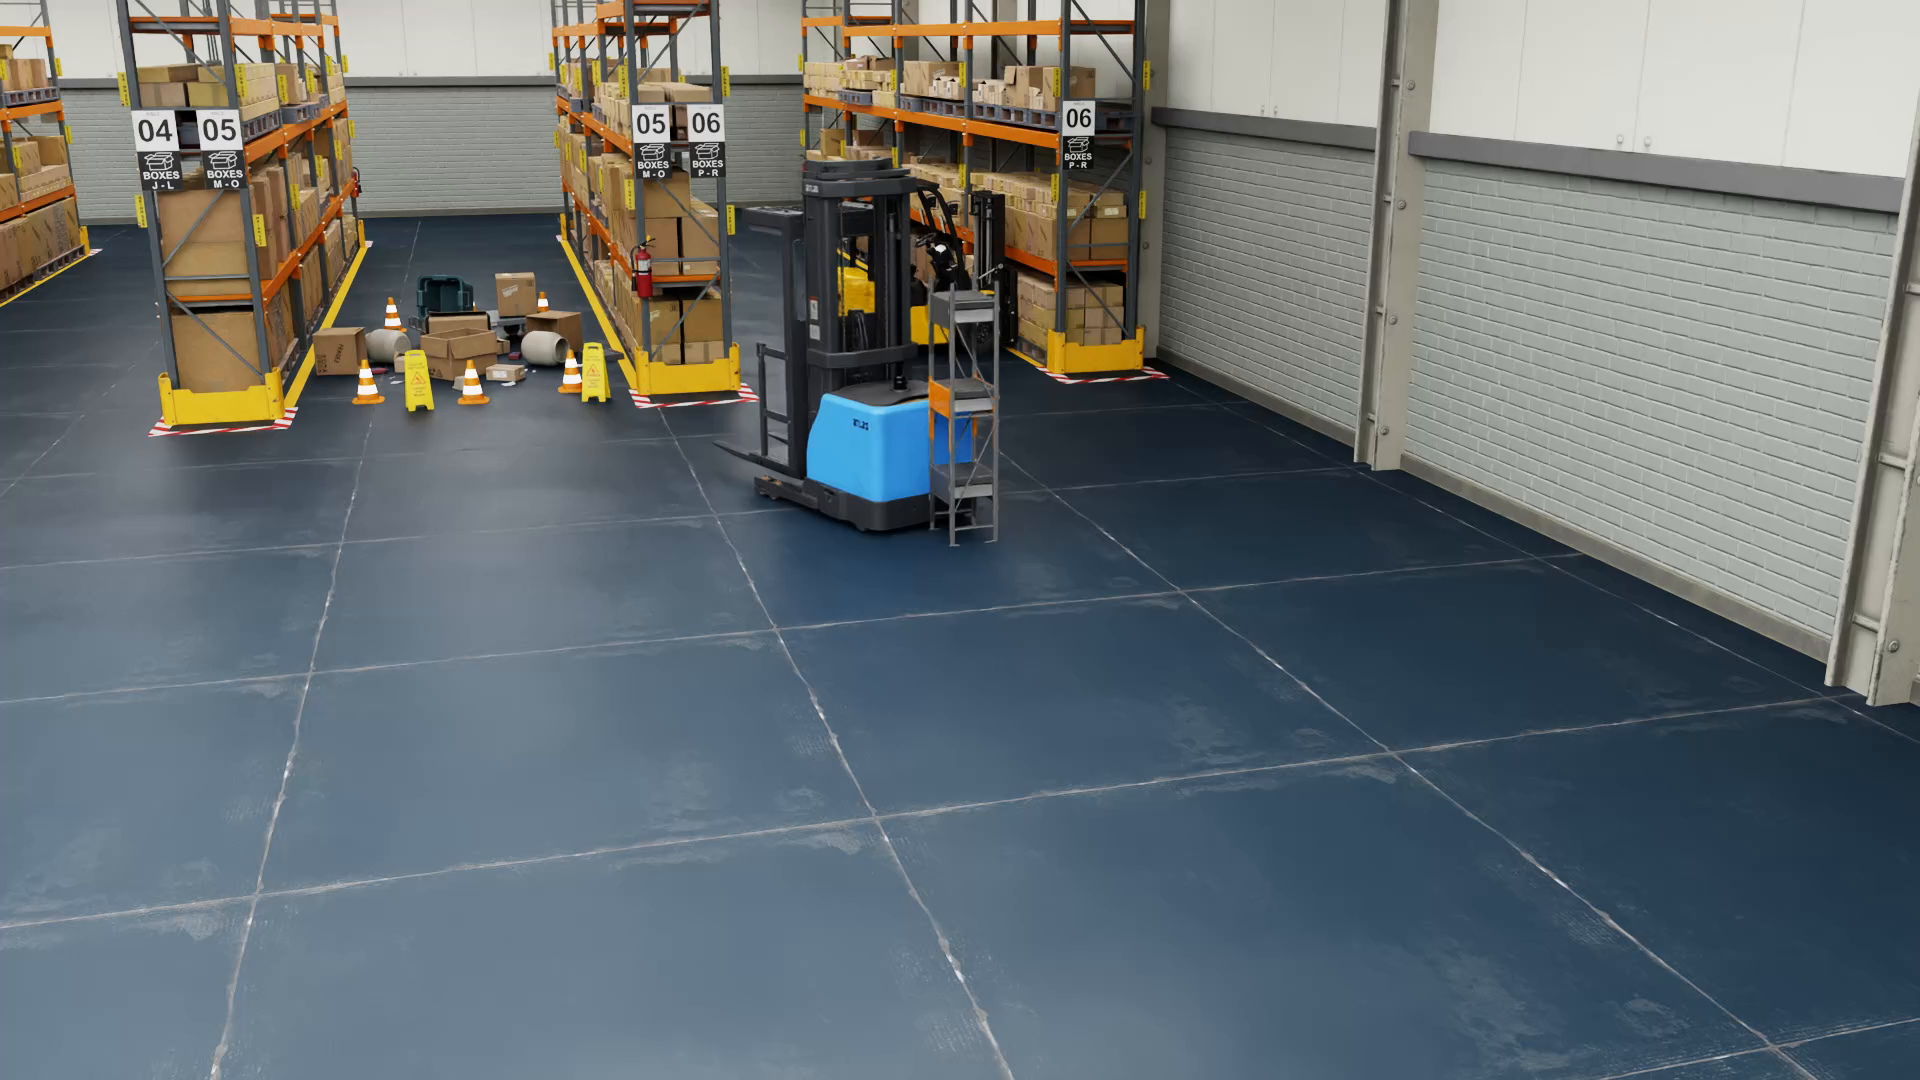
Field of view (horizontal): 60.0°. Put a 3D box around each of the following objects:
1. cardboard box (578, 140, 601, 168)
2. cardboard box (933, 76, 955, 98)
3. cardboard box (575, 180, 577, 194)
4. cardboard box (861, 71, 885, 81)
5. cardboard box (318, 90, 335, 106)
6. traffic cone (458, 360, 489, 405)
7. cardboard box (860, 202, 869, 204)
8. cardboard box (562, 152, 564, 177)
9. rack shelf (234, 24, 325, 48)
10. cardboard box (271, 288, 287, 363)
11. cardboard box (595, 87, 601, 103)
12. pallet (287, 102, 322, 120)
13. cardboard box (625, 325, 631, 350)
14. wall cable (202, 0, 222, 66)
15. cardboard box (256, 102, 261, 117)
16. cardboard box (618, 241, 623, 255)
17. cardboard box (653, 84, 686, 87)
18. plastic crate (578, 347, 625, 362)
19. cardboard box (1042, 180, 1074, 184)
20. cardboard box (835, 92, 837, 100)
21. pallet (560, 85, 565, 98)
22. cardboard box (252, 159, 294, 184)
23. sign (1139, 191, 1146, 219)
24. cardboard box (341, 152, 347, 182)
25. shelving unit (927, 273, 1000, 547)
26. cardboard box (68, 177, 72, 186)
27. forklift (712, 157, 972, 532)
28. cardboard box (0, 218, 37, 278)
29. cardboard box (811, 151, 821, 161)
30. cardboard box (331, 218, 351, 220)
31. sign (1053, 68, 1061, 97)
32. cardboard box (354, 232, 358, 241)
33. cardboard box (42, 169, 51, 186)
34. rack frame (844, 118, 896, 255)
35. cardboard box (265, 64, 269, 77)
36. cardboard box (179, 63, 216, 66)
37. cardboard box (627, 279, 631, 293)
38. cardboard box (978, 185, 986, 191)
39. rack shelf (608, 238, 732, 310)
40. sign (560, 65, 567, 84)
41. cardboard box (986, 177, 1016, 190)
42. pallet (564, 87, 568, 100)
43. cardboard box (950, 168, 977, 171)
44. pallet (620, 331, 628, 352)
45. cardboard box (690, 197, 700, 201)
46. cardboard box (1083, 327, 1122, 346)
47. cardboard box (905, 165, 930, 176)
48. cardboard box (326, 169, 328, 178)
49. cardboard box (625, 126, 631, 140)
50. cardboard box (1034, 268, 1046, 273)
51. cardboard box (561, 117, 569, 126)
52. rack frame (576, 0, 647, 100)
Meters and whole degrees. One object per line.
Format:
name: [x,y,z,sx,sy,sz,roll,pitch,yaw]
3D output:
cardboard box: [-5.986,-6.296,27.287,0.500,0.500,0.500,-5,17,-15]
cardboard box: [-0.087,-6.691,24.551,0.500,0.311,0.500,-5,18,-17]
cardboard box: [-6.402,-6.117,28.863,0.500,0.250,0.500,-5,17,-17]
cardboard box: [-1.501,-8.037,28.796,0.380,0.149,0.250,-5,17,-15]
cardboard box: [-11.018,-7.569,28.482,0.500,0.250,0.500,-4,17,-12]
traffic cone: [-5.447,-1.775,18.558,0.336,0.463,0.334,-5,17,-15]
cardboard box: [-1.681,-6.137,30.638,0.380,0.149,0.250,-6,18,-18]
cardboard box: [-7.490,-7.336,32.485,0.500,0.500,0.500,-5,17,-16]
rack shelf: [-10.595,-7.839,25.852,1.077,0.370,4.000,-5,17,-15]
cardboard box: [-8.589,-2.597,19.848,0.875,0.875,0.875,-5,17,-15]
cardboard box: [-5.063,-6.590,24.787,0.700,0.500,0.500,-5,17,-15]
pallet: [-9.817,-6.121,23.729,1.213,0.211,1.003,-4,17,-13]
cardboard box: [-3.880,-2.530,20.710,0.500,0.250,0.500,-5,18,-17]
wall cable: [-15.280,-13.048,35.655,2.277,5.999,0.120,-5,17,-15]
cardboard box: [-7.979,-4.770,18.438,0.380,0.149,0.250,-5,17,-16]
cardboard box: [-4.093,-3.674,20.906,0.380,0.149,0.250,-5,17,-15]
cardboard box: [-3.616,-5.602,20.725,0.380,0.149,0.250,-5,17,-16]
plastic crate: [-4.571,-2.364,21.184,0.402,0.080,0.583,-12,20,-34]
cardboard box: [1.296,-4.662,21.941,0.380,0.149,0.250,-4,17,-14]
cardboard box: [-2.154,-8.403,31.436,0.380,0.149,0.250,-4,17,-13]
pallet: [-6.959,-8.433,31.251,1.003,0.211,1.213,-5,17,-15]
cardboard box: [-9.507,-4.928,22.731,0.700,0.500,0.500,-5,17,-16]
sign: [2.192,-4.043,20.056,0.100,0.325,0.005,-5,17,-15]
cardboard box: [-11.285,-6.681,29.788,0.500,0.500,0.500,-5,17,-16]
shelving unit: [0.027,-1.035,13.247,0.431,2.100,0.503,-6,18,-20]
cardboard box: [-16.626,-6.605,30.662,0.380,0.149,0.250,-4,17,-14]
forklift: [-1.170,-1.833,14.461,1.130,2.935,3.031,-12,21,-36]
cardboard box: [-15.746,-4.699,26.845,1.225,0.875,0.875,-5,17,-15]
cardboard box: [-2.736,-7.759,33.811,0.500,0.250,0.500,-5,17,-15]
cardboard box: [-11.637,-5.944,31.216,0.380,0.149,0.250,-5,18,-17]
sign: [1.131,-5.332,19.374,0.100,0.325,0.005,-5,17,-15]
cardboard box: [-11.730,-5.805,31.789,0.380,0.149,0.250,-4,17,-14]
cardboard box: [-16.226,-6.330,29.055,0.500,0.250,0.500,-5,17,-15]
rack frame: [-1.641,-6.868,31.102,1.000,3.000,0.127,-5,17,-15]
cardboard box: [-8.333,-5.505,19.497,0.380,0.149,0.250,-4,17,-14]
cardboard box: [-9.173,-5.662,20.020,0.380,0.149,0.250,-5,17,-15]
cardboard box: [-3.817,-3.076,20.097,0.380,0.149,0.250,-4,17,-14]
cardboard box: [0.465,-4.833,23.026,0.380,0.149,0.250,-4,17,-14]
rack shelf: [-3.665,-3.364,20.687,1.077,0.370,4.000,-5,17,-15]
sign: [-6.946,-8.152,29.127,0.100,0.325,0.005,-5,17,-15]
cardboard box: [0.569,-4.830,22.499,0.380,0.149,0.250,-4,17,-14]
pallet: [-6.627,-8.096,30.129,1.003,0.211,1.213,-5,17,-15]
cardboard box: [0.065,-5.765,26.130,0.380,0.149,0.250,-5,17,-16]
pallet: [-3.996,-2.743,22.217,1.003,0.211,1.213,-5,17,-15]
cardboard box: [-3.558,-4.064,21.075,0.500,0.500,0.500,-4,17,-14]
cardboard box: [1.710,-2.584,20.891,0.500,0.250,0.500,-5,17,-15]
cardboard box: [-0.663,-5.935,26.694,0.380,0.149,0.250,-4,17,-14]
cardboard box: [-10.772,-6.111,27.772,0.380,0.149,0.250,-5,17,-15]
cardboard box: [-3.582,-4.614,18.822,0.380,0.149,0.250,-5,17,-15]
cardboard box: [1.304,-3.479,22.131,0.500,0.250,0.500,-5,17,-16]
cardboard box: [-7.489,-8.079,32.094,0.380,0.149,0.250,-5,18,-17]
rack frame: [-5.313,-8.241,25.245,1.000,3.000,0.127,-5,17,-15]
